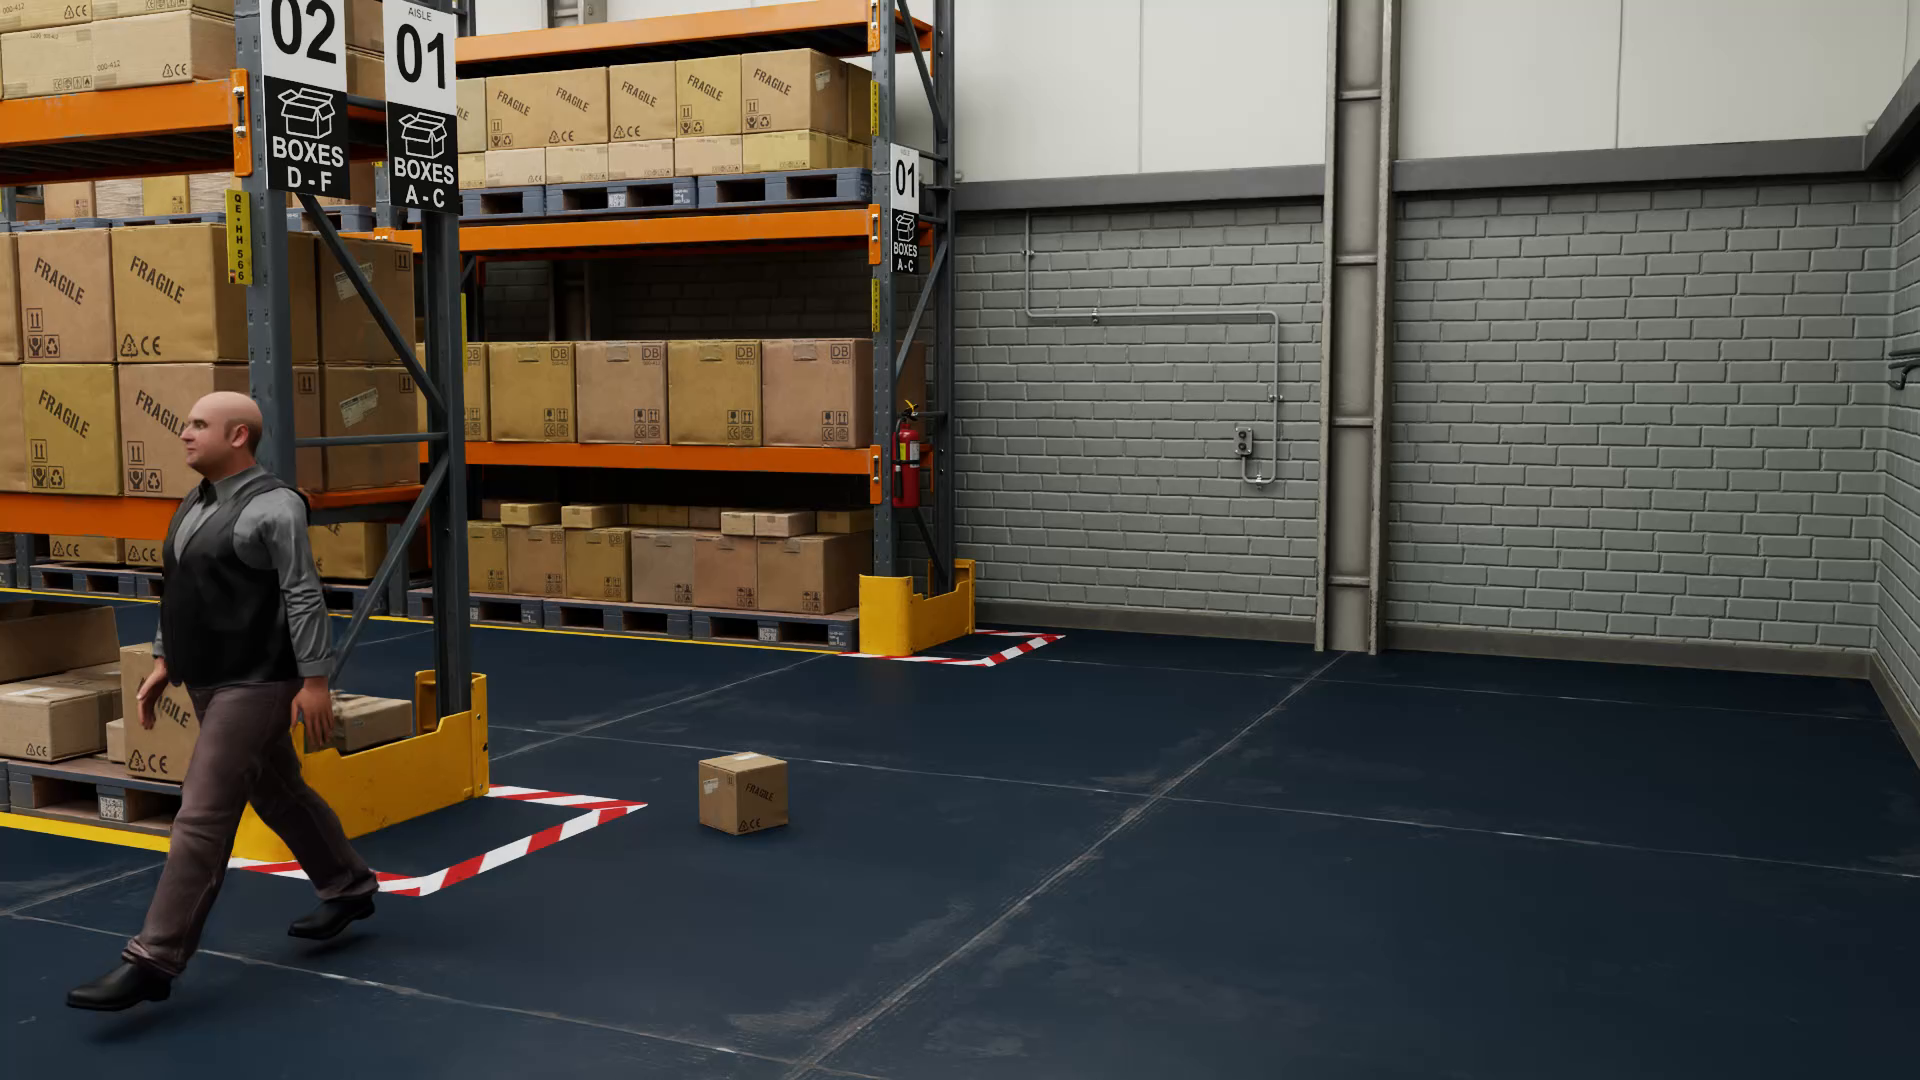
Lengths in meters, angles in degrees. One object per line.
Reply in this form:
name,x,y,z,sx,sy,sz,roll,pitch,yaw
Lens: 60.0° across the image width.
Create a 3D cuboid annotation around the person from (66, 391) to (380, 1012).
person,-2.141,0.409,4.775,0.559,1.663,1.018,5,7,39
